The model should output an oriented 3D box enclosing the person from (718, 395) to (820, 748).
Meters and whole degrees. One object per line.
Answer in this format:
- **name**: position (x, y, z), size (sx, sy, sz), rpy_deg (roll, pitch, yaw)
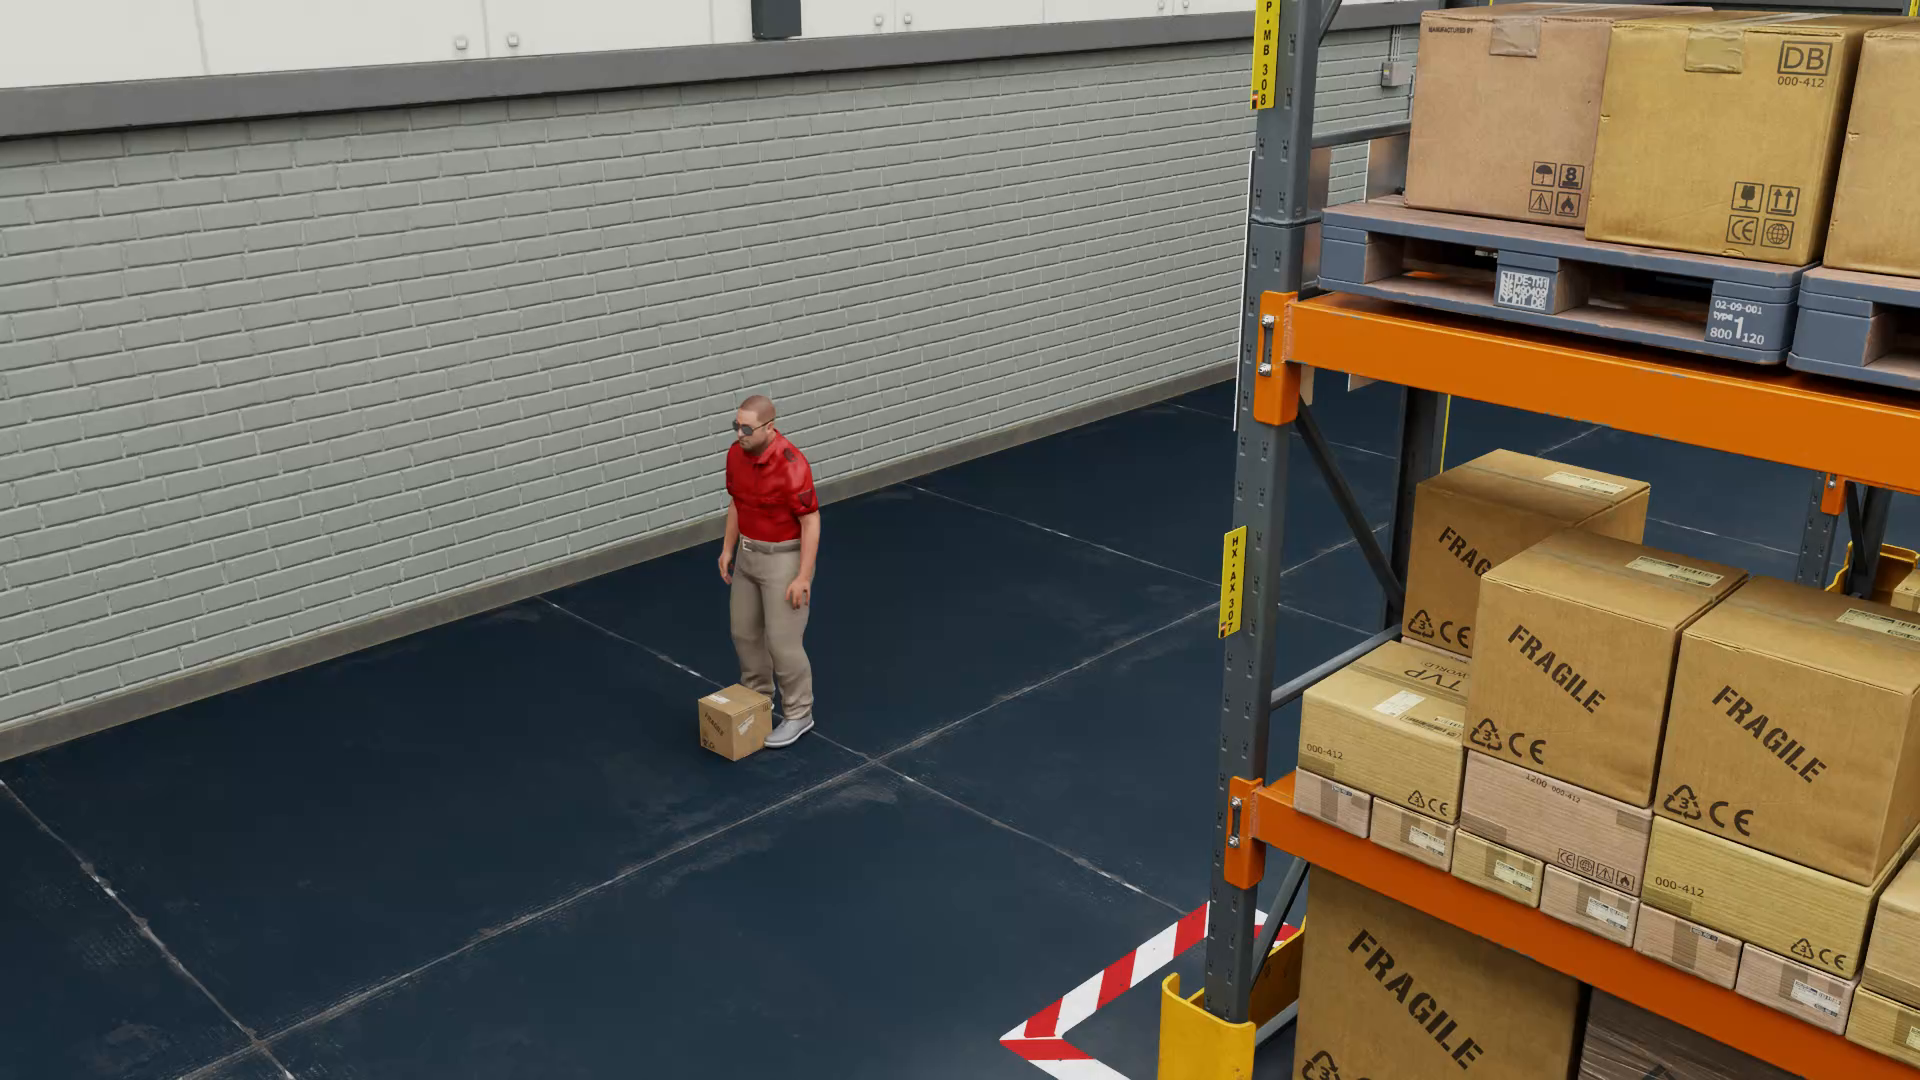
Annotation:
- **person**: position (-0.917, 0.126, 8.000), size (0.602, 1.728, 0.384), rpy_deg (17, 27, 39)
